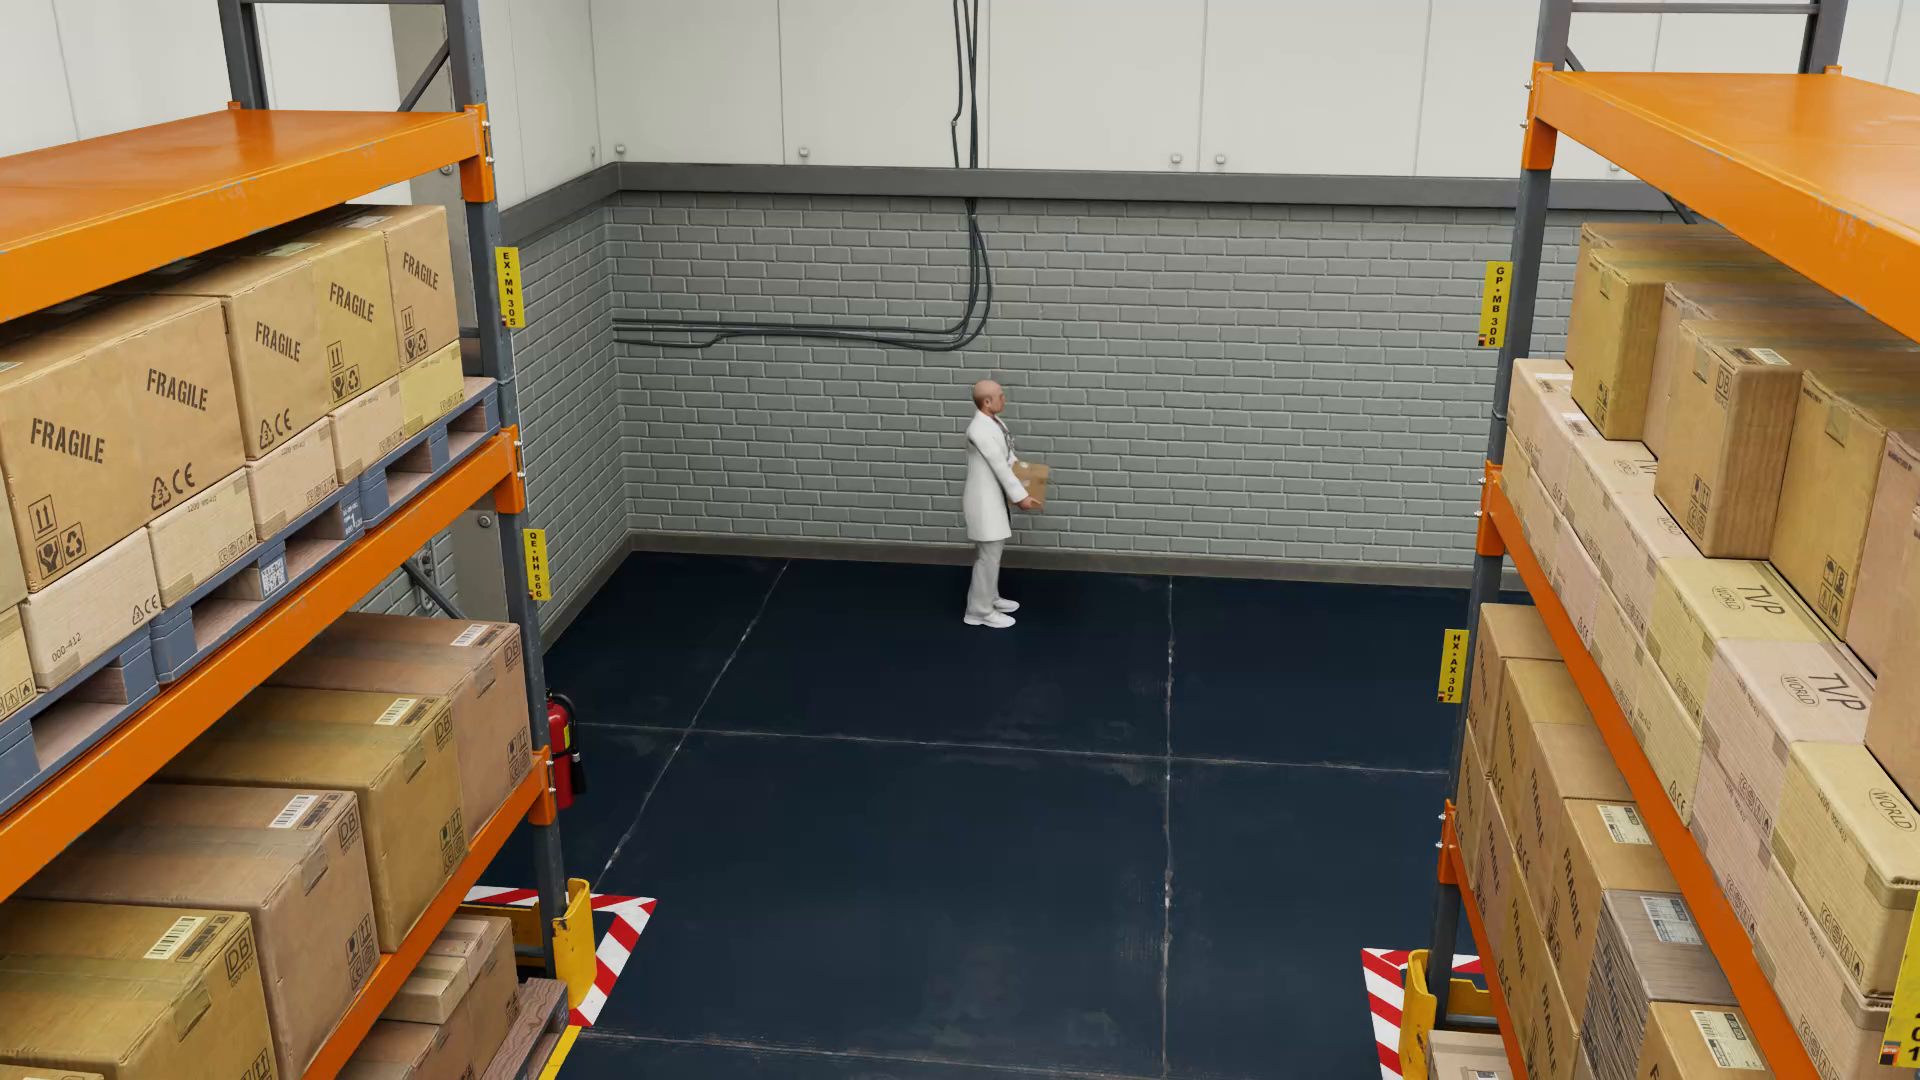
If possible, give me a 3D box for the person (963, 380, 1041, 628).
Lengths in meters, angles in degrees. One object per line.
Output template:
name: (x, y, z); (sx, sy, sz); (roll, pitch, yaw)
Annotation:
person: (0.303, -0.266, 11.805); (0.560, 1.780, 0.528); (2, 21, 6)
